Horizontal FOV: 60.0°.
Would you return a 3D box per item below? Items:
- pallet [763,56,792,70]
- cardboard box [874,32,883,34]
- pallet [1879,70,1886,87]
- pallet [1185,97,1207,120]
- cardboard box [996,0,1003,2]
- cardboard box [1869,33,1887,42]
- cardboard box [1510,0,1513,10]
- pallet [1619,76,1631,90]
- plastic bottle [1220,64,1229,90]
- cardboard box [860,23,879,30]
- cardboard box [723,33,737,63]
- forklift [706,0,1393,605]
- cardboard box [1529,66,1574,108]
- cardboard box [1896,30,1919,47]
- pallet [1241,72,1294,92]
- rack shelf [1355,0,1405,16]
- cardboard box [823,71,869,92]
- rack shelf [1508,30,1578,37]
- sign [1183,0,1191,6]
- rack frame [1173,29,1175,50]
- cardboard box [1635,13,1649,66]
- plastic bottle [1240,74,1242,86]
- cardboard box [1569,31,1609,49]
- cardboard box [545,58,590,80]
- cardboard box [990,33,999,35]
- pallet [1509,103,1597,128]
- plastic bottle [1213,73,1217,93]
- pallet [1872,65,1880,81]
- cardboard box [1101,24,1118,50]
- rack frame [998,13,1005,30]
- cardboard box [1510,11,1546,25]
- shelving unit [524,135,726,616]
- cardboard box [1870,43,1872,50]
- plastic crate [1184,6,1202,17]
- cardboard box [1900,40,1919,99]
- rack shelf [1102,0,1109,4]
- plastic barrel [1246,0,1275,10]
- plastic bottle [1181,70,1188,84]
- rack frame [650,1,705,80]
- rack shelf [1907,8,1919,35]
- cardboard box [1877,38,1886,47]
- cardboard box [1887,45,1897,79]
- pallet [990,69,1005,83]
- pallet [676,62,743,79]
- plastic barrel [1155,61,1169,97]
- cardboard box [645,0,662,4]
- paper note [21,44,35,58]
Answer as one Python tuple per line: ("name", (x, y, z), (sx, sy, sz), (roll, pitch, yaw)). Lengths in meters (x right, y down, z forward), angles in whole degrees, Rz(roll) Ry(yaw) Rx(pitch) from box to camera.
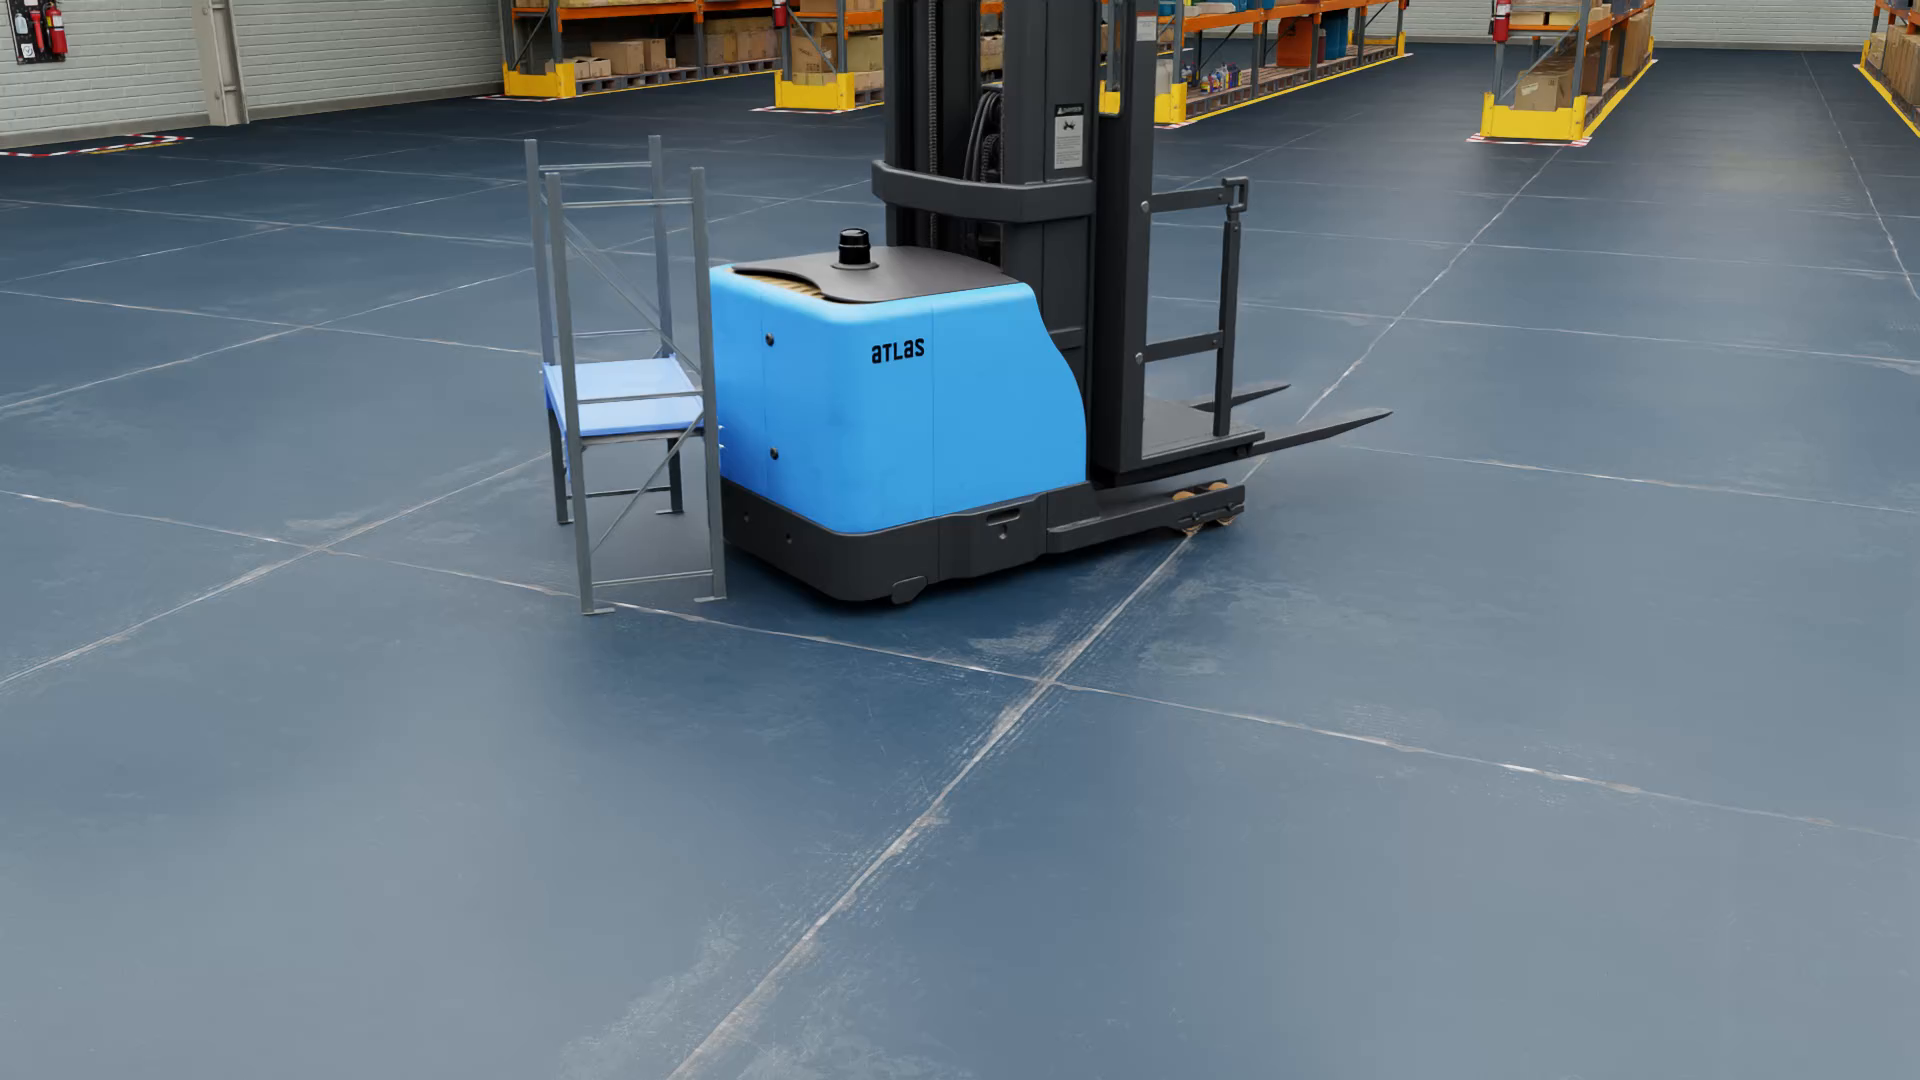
("pallet", (-3.654, -9.251, 32.166), (1.003, 0.211, 1.213), (9, 21, 23))
("cardboard box", (-1.048, -7.527, 25.514), (0.500, 0.500, 0.500), (9, 21, 23))
("pallet", (16.029, -7.724, 27.872), (1.003, 0.211, 1.213), (9, 21, 23))
("pallet", (2.756, -5.962, 22.918), (1.003, 0.211, 1.213), (9, 21, 23))
("cardboard box", (0.516, -9.657, 28.997), (0.500, 0.500, 0.500), (7, 21, 20))
("cardboard box", (17.459, -9.520, 31.501), (0.380, 0.149, 0.250), (8, 21, 20))
("cardboard box", (7.294, -6.840, 20.632), (0.875, 0.500, 0.500), (9, 21, 23))
("pallet", (10.616, -7.681, 27.753), (1.003, 0.211, 1.213), (9, 21, 23))
("plastic bottle", (3.856, -6.787, 24.372), (0.144, 0.351, 0.185), (8, 21, 22))
("cardboard box", (-2.203, -10.723, 34.724), (0.750, 0.750, 0.750), (9, 22, 24))
("cardboard box", (-4.519, -9.002, 30.380), (0.700, 0.500, 0.500), (8, 21, 22))
("forklift", (0.522, -1.532, 6.403), (3.031, 2.935, 1.130), (-14, 24, -34))
("cardboard box", (7.707, -5.904, 21.697), (0.500, 0.500, 0.500), (11, 22, 28))
("cardboard box", (14.946, -7.827, 25.987), (0.500, 0.250, 0.500), (9, 21, 23))
("pallet", (4.852, -7.527, 27.319), (1.003, 0.211, 1.213), (9, 21, 23))
("rack shelf", (8.163, -10.939, 33.826), (1.077, 0.370, 4.000), (9, 21, 23))
("cardboard box", (-1.665, -6.715, 24.351), (0.500, 0.250, 0.500), (9, 21, 23))
("rack shelf", (7.767, -6.659, 21.576), (0.831, 0.071, 3.687), (9, 21, 23))
("sign", (2.930, -7.052, 21.409), (0.100, 0.325, 0.005), (9, 21, 23))
("rack frame", (4.464, -12.571, 37.339), (1.000, 3.000, 0.127), (9, 21, 23))
("cardboard box", (11.619, -8.986, 29.803), (1.225, 0.875, 0.875), (9, 21, 23))
("plastic bottle", (4.204, -6.957, 25.073), (0.097, 0.201, 0.097), (0, 20, 0))
("cardboard box", (9.769, -7.775, 25.809), (0.500, 0.250, 0.500), (11, 22, 29))
("cardboard box", (-6.243, -7.498, 26.431), (0.500, 0.311, 0.500), (6, 20, 17))
("cardboard box", (0.782, -8.784, 29.331), (0.500, 0.311, 0.500), (8, 21, 22))
("pallet", (7.845, -5.643, 22.023), (1.003, 0.211, 1.213), (9, 21, 23))
("plastic bottle", (3.638, -6.567, 23.874), (0.097, 0.271, 0.097), (0, 20, 0))
("pallet", (16.589, -8.172, 29.133), (1.003, 0.211, 1.213), (9, 21, 23))
("cardboard box", (2.886, -10.187, 33.711), (0.500, 0.500, 0.500), (8, 21, 22))
("rack frame", (1.188, -10.125, 30.462), (1.000, 3.000, 0.127), (9, 21, 23))
("cardboard box", (6.877, -6.316, 20.127), (0.380, 0.149, 0.250), (9, 21, 23))
("shelving unit", (-1.220, -0.636, 6.018), (0.538, 1.500, 1.048), (-6, 20, -16))
("cardboard box", (17.372, -9.293, 31.306), (0.380, 0.149, 0.250), (8, 21, 22))
("plastic crate", (3.090, -7.104, 22.361), (0.298, 0.136, 0.250), (9, 21, 23))
("cardboard box", (13.641, -6.465, 22.901), (1.050, 0.750, 0.750), (9, 21, 23))
("rack shelf", (2.007, -10.397, 32.302), (1.077, 0.370, 4.000), (9, 21, 23))
("plastic barrel", (4.502, -8.534, 25.241), (0.600, 0.901, 0.708), (9, 21, 23))
("plastic bottle", (3.253, -6.755, 24.395), (0.152, 0.276, 0.135), (9, 21, 23))
("rack frame", (-4.971, -9.581, 28.932), (1.000, 3.000, 0.127), (9, 21, 23))
("rack shelf", (13.889, -7.103, 23.038), (1.077, 0.370, 4.000), (9, 21, 23))
("cardboard box", (16.622, -8.880, 29.702), (0.380, 0.149, 0.250), (7, 21, 20))
("cardboard box", (15.157, -7.632, 26.557), (0.500, 0.500, 0.500), (8, 21, 20))
("pallet", (0.315, -8.193, 29.192), (1.003, 0.211, 1.213), (9, 21, 23))
("pallet", (-4.653, -8.505, 30.069), (1.003, 0.211, 1.213), (9, 21, 23))
("plastic barrel", (2.630, -6.236, 22.613), (0.421, 0.512, 0.421), (0, 20, 0))
("cardboard box", (-5.291, -9.026, 27.566), (0.500, 0.250, 0.500), (8, 21, 22))
("paper note", (-10.750, -5.647, 19.184), (0.016, 0.148, 0.142), (9, 21, 23))
